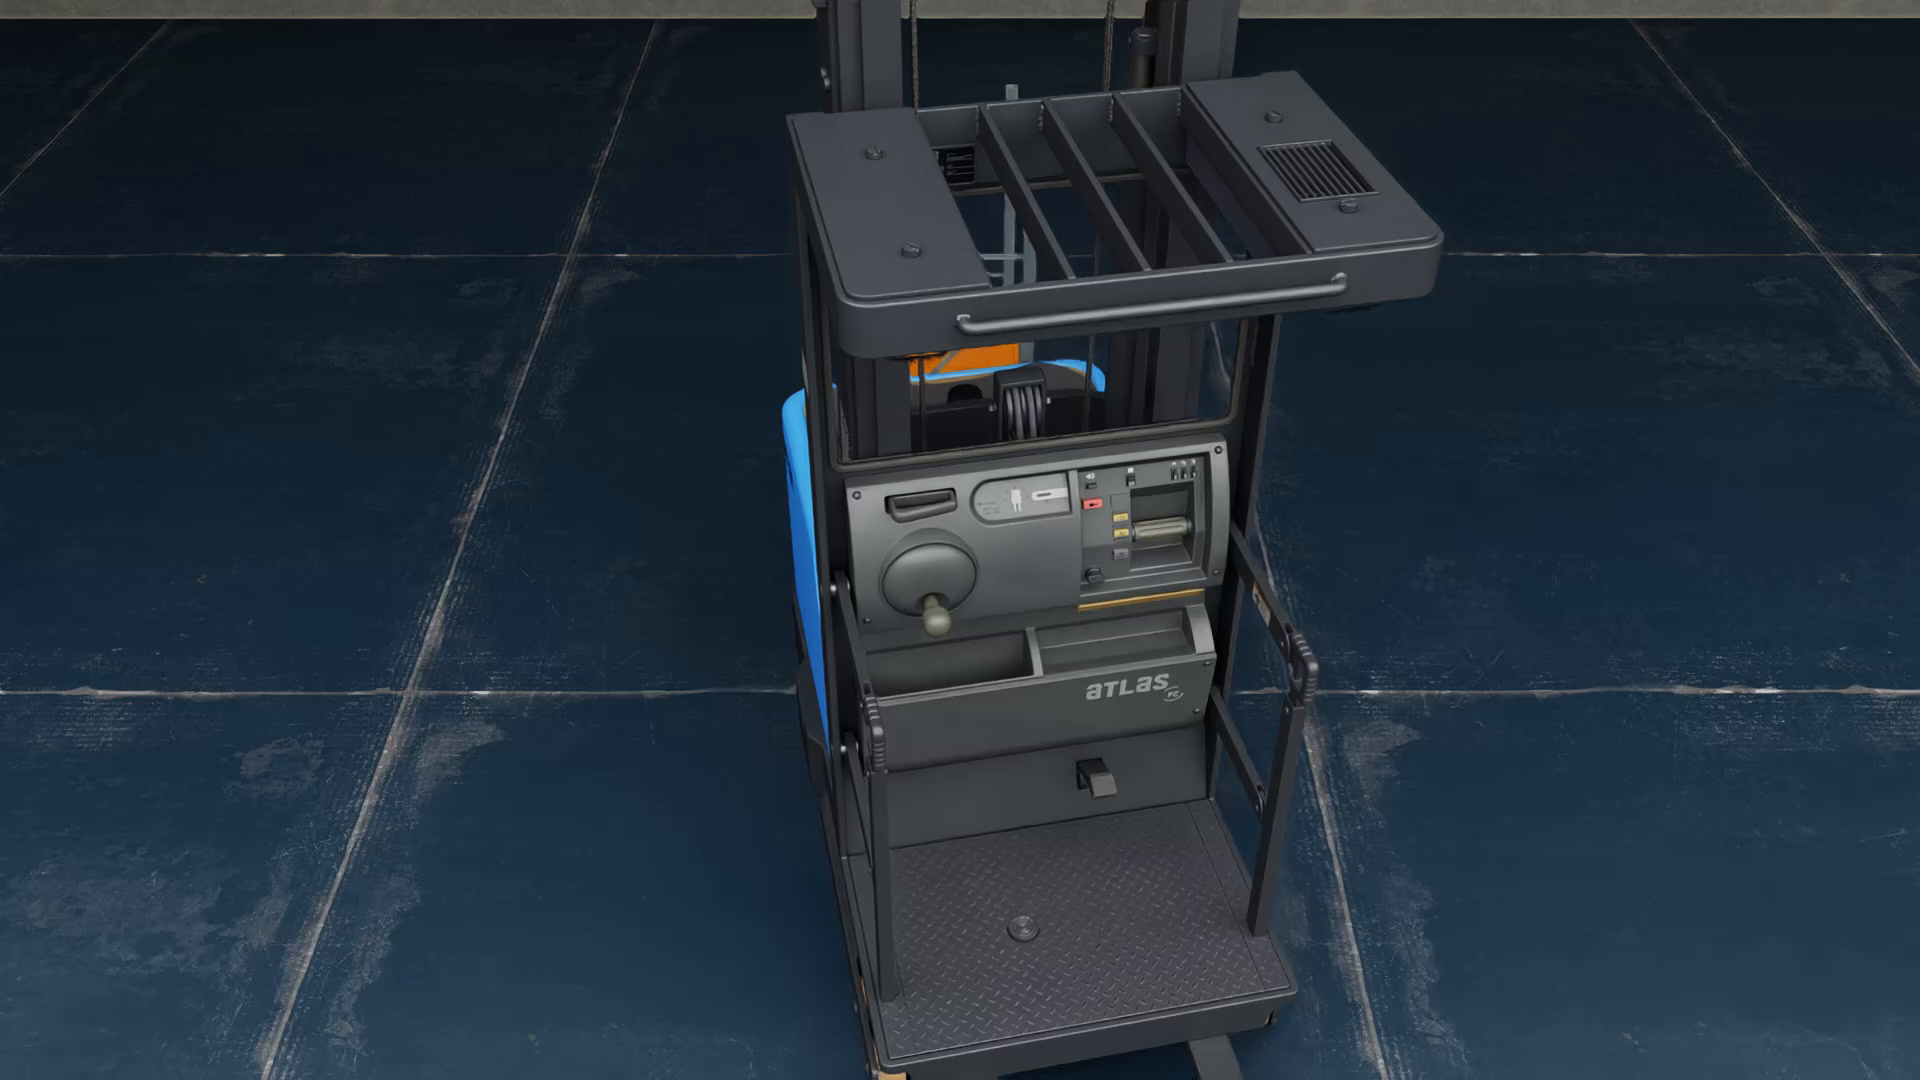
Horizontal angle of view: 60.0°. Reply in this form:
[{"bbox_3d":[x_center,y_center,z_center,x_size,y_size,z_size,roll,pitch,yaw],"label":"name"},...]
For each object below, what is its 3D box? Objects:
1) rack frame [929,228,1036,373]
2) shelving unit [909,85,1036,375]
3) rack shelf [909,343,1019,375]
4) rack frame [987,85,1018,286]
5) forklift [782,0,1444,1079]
[{"bbox_3d":[-0.016,-0.368,5.509,0.500,1.500,0.032,-1,39,-1],"label":"rack frame"},{"bbox_3d":[-0.031,-0.680,5.899,0.587,1.500,1.083,-1,39,-1],"label":"shelving unit"},{"bbox_3d":[-0.032,-0.545,6.018,0.538,0.185,1.000,-1,39,-1],"label":"rack shelf"},{"bbox_3d":[-0.047,-1.003,6.302,0.500,1.500,0.032,-1,39,-1],"label":"rack frame"},{"bbox_3d":[0.242,0.066,3.824,1.130,2.935,3.031,-7,39,-9],"label":"forklift"}]
